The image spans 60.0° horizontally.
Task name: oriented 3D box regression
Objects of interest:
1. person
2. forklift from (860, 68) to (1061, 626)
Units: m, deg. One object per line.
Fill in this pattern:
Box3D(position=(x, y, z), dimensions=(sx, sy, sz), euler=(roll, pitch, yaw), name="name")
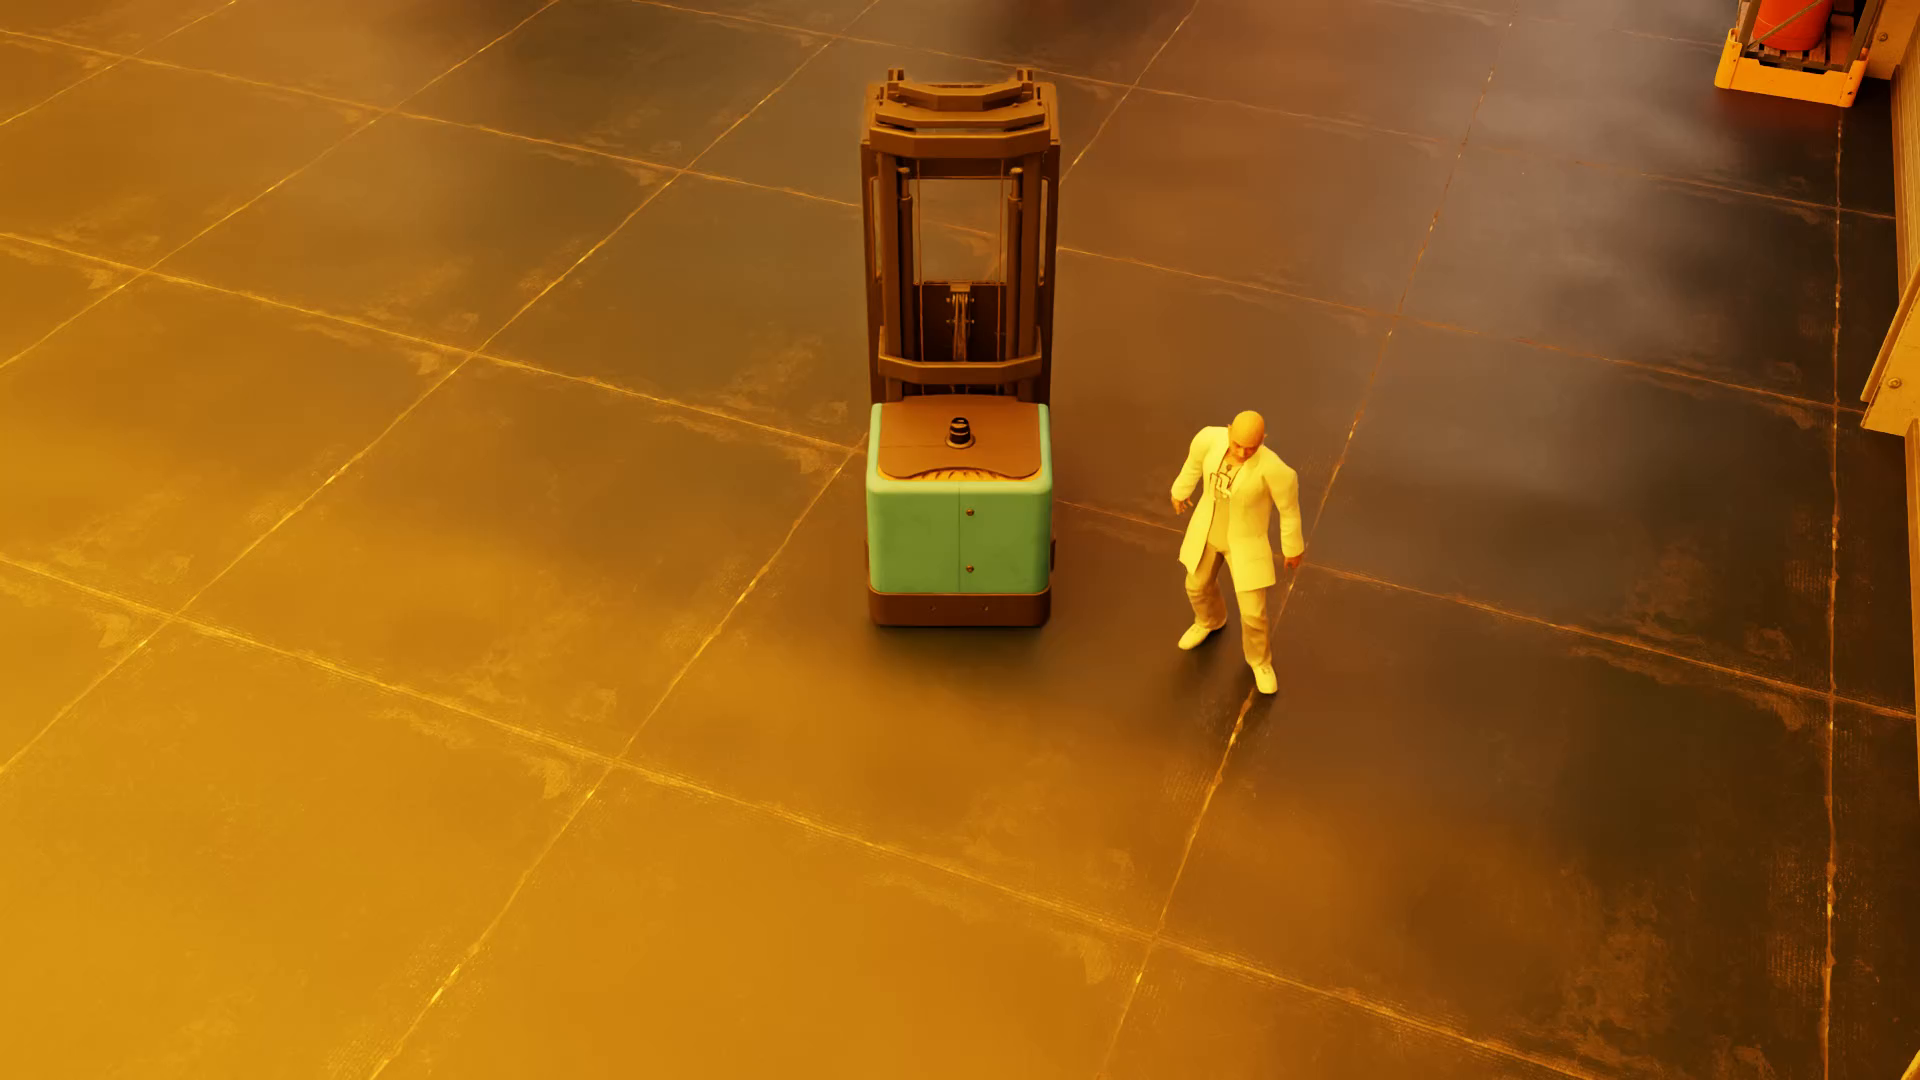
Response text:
Box3D(position=(1.483, 0.025, 9.021), dimensions=(0.911, 1.621, 0.489), euler=(28, 47, 29), name="person")
Box3D(position=(0.003, -1.547, 9.854), dimensions=(1.130, 2.935, 3.031), euler=(0, 40, 0), name="forklift")
